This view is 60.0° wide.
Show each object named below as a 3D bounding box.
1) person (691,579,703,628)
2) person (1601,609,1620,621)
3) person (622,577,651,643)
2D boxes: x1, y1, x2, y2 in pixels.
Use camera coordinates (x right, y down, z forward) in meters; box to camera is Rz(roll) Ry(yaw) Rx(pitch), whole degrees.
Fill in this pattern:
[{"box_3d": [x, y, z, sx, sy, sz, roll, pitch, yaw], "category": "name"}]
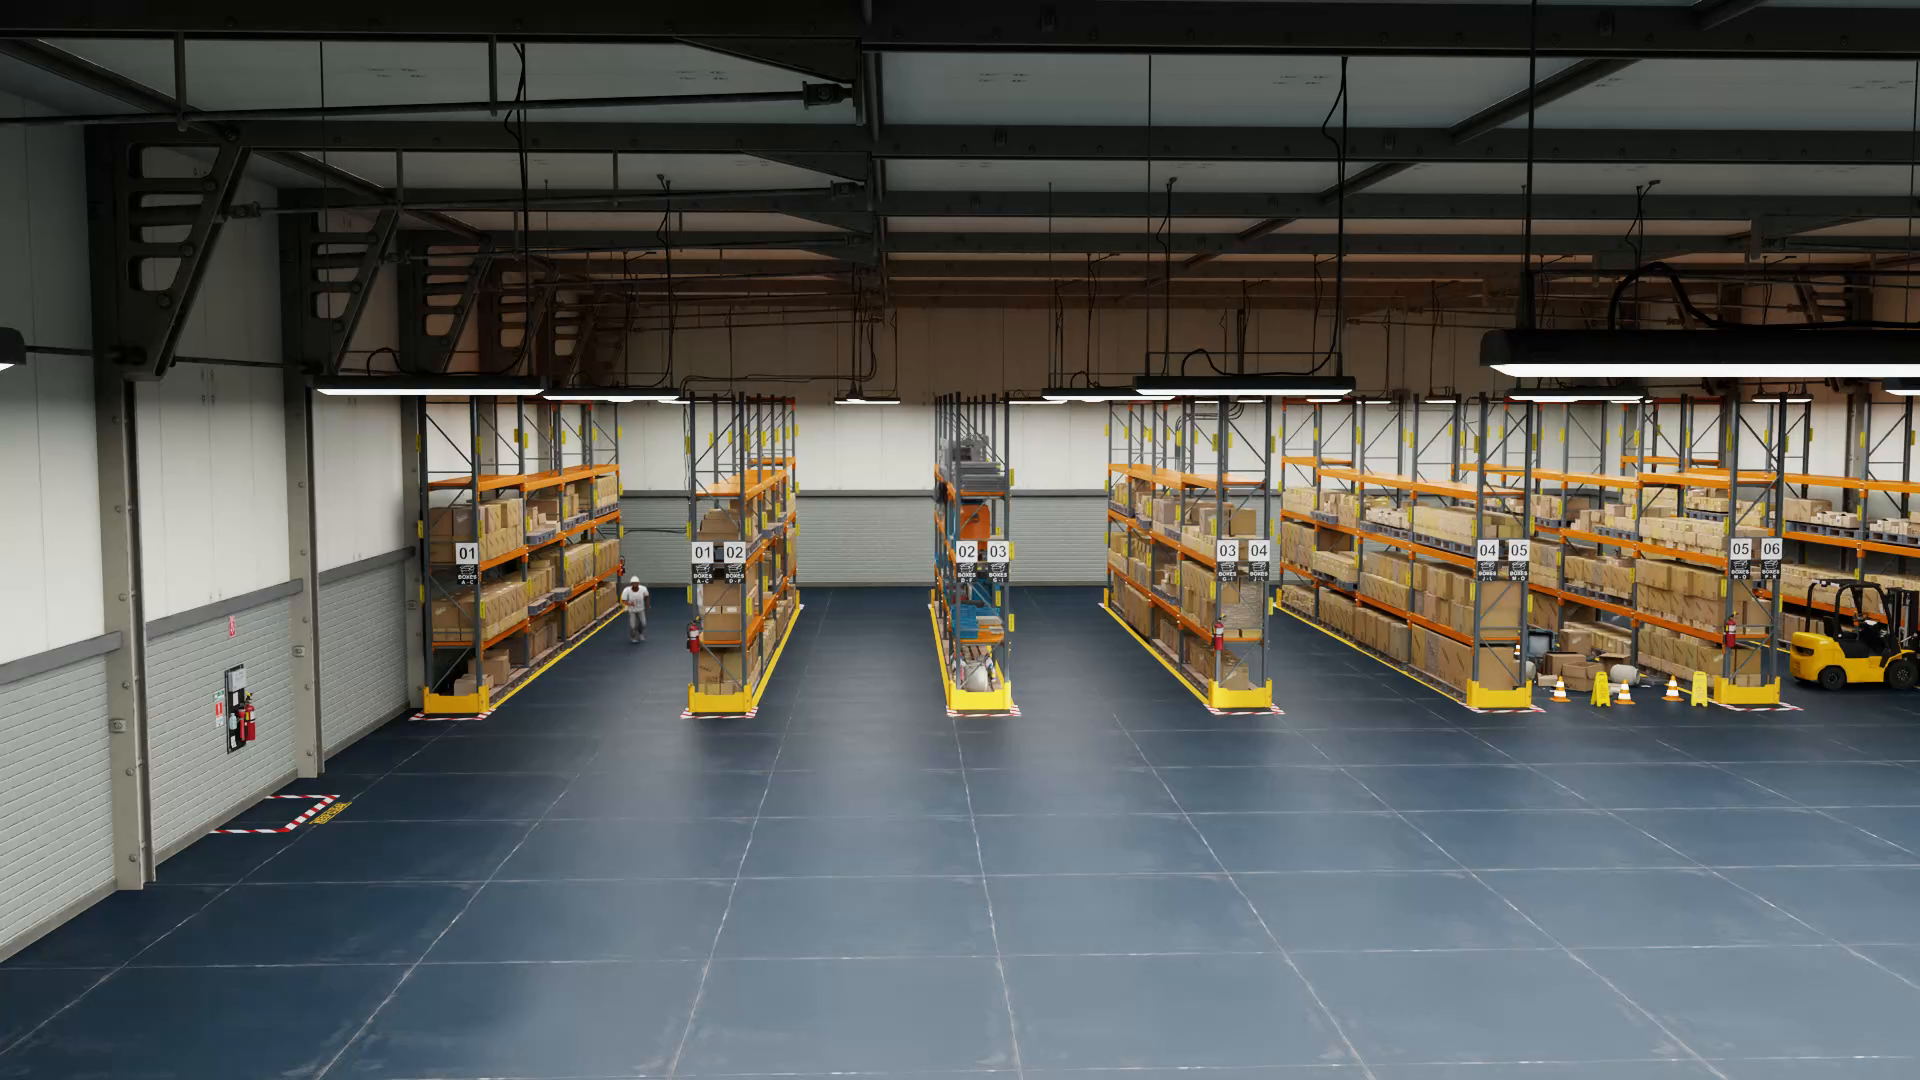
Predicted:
[{"box_3d": [-6.590, 1.467, 42.791, 0.698, 1.666, 0.816, -1, 5, -12], "category": "person"}, {"box_3d": [17.194, 1.397, 44.229, 0.531, 1.567, 0.895, -2, 5, -20], "category": "person"}, {"box_3d": [-7.794, 1.690, 40.068, 0.725, 1.654, 0.831, -2, 5, -19], "category": "person"}]
